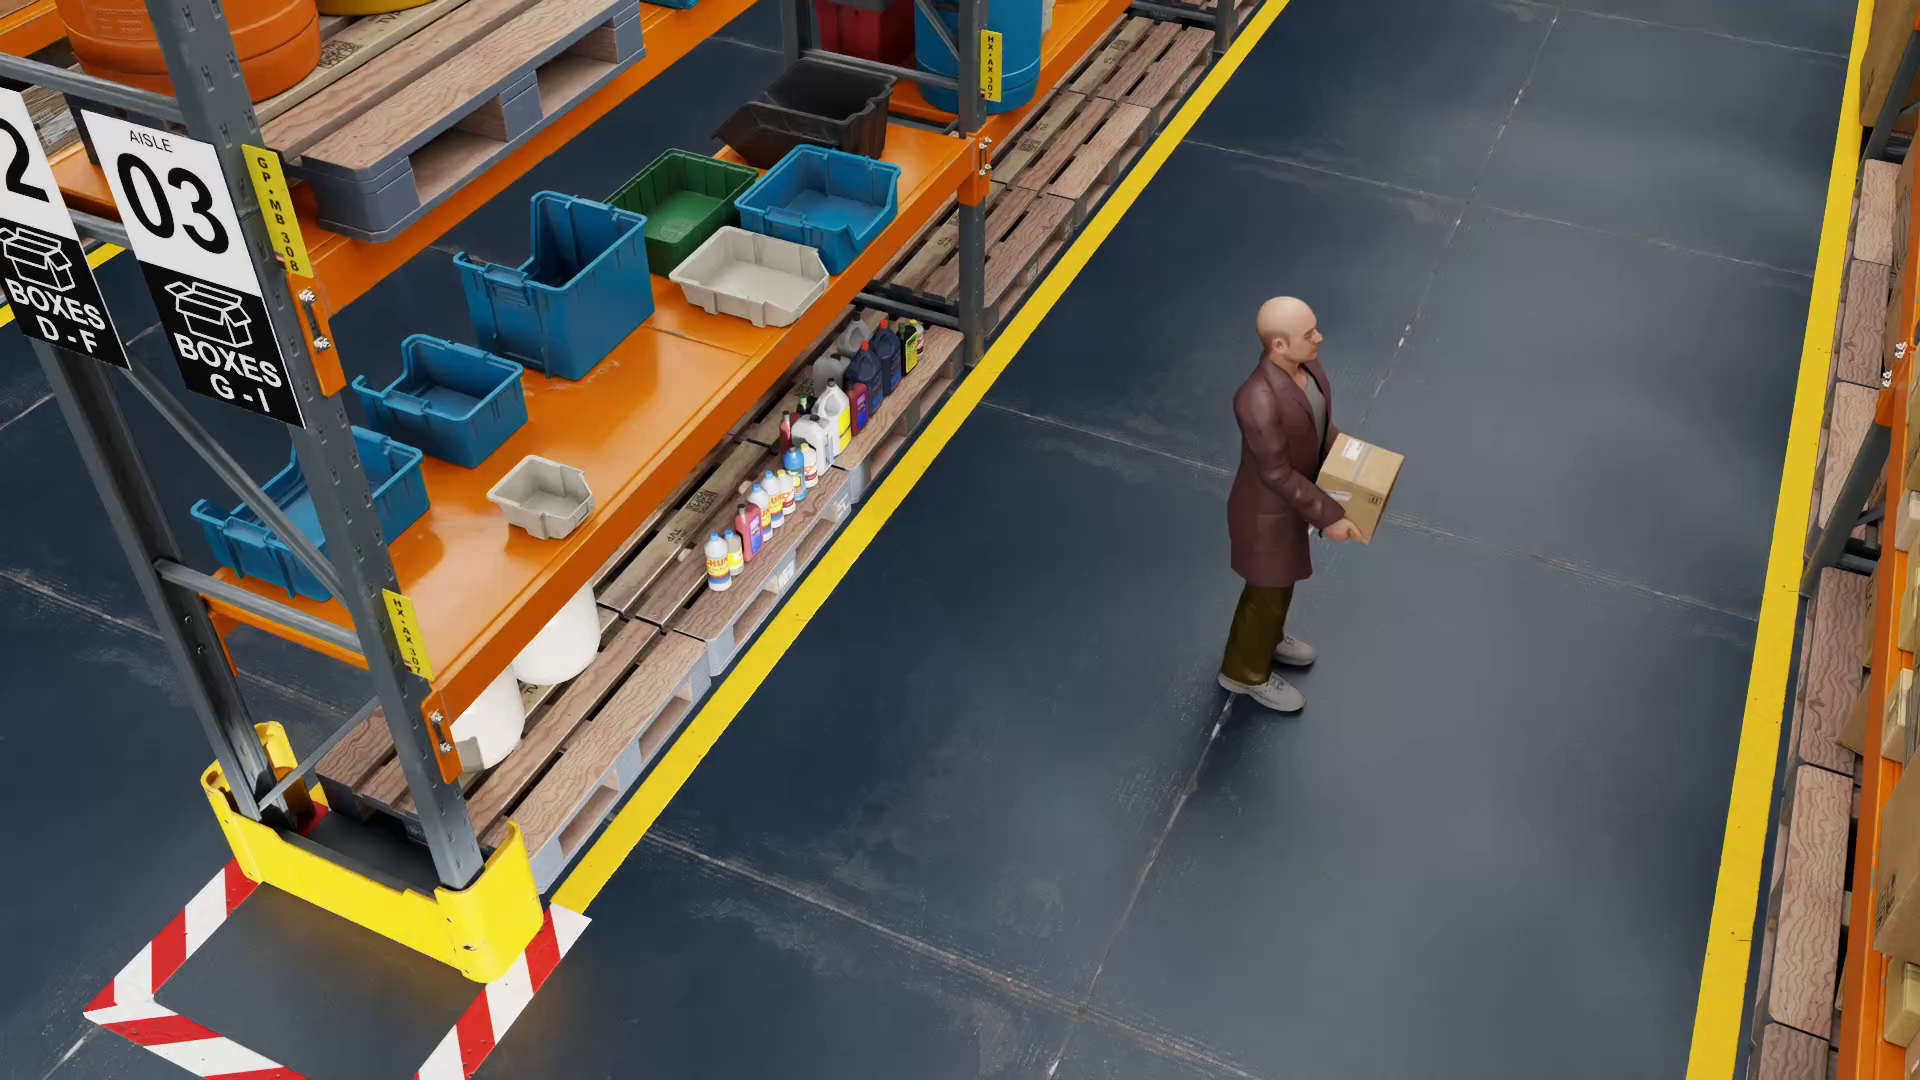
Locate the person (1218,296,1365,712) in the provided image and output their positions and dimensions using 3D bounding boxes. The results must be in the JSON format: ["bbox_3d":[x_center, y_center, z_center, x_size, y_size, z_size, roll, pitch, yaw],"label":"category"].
[{"bbox_3d":[1.289,-0.112,6.299,0.553,1.771,0.527,18,44,19],"label":"person"}]
